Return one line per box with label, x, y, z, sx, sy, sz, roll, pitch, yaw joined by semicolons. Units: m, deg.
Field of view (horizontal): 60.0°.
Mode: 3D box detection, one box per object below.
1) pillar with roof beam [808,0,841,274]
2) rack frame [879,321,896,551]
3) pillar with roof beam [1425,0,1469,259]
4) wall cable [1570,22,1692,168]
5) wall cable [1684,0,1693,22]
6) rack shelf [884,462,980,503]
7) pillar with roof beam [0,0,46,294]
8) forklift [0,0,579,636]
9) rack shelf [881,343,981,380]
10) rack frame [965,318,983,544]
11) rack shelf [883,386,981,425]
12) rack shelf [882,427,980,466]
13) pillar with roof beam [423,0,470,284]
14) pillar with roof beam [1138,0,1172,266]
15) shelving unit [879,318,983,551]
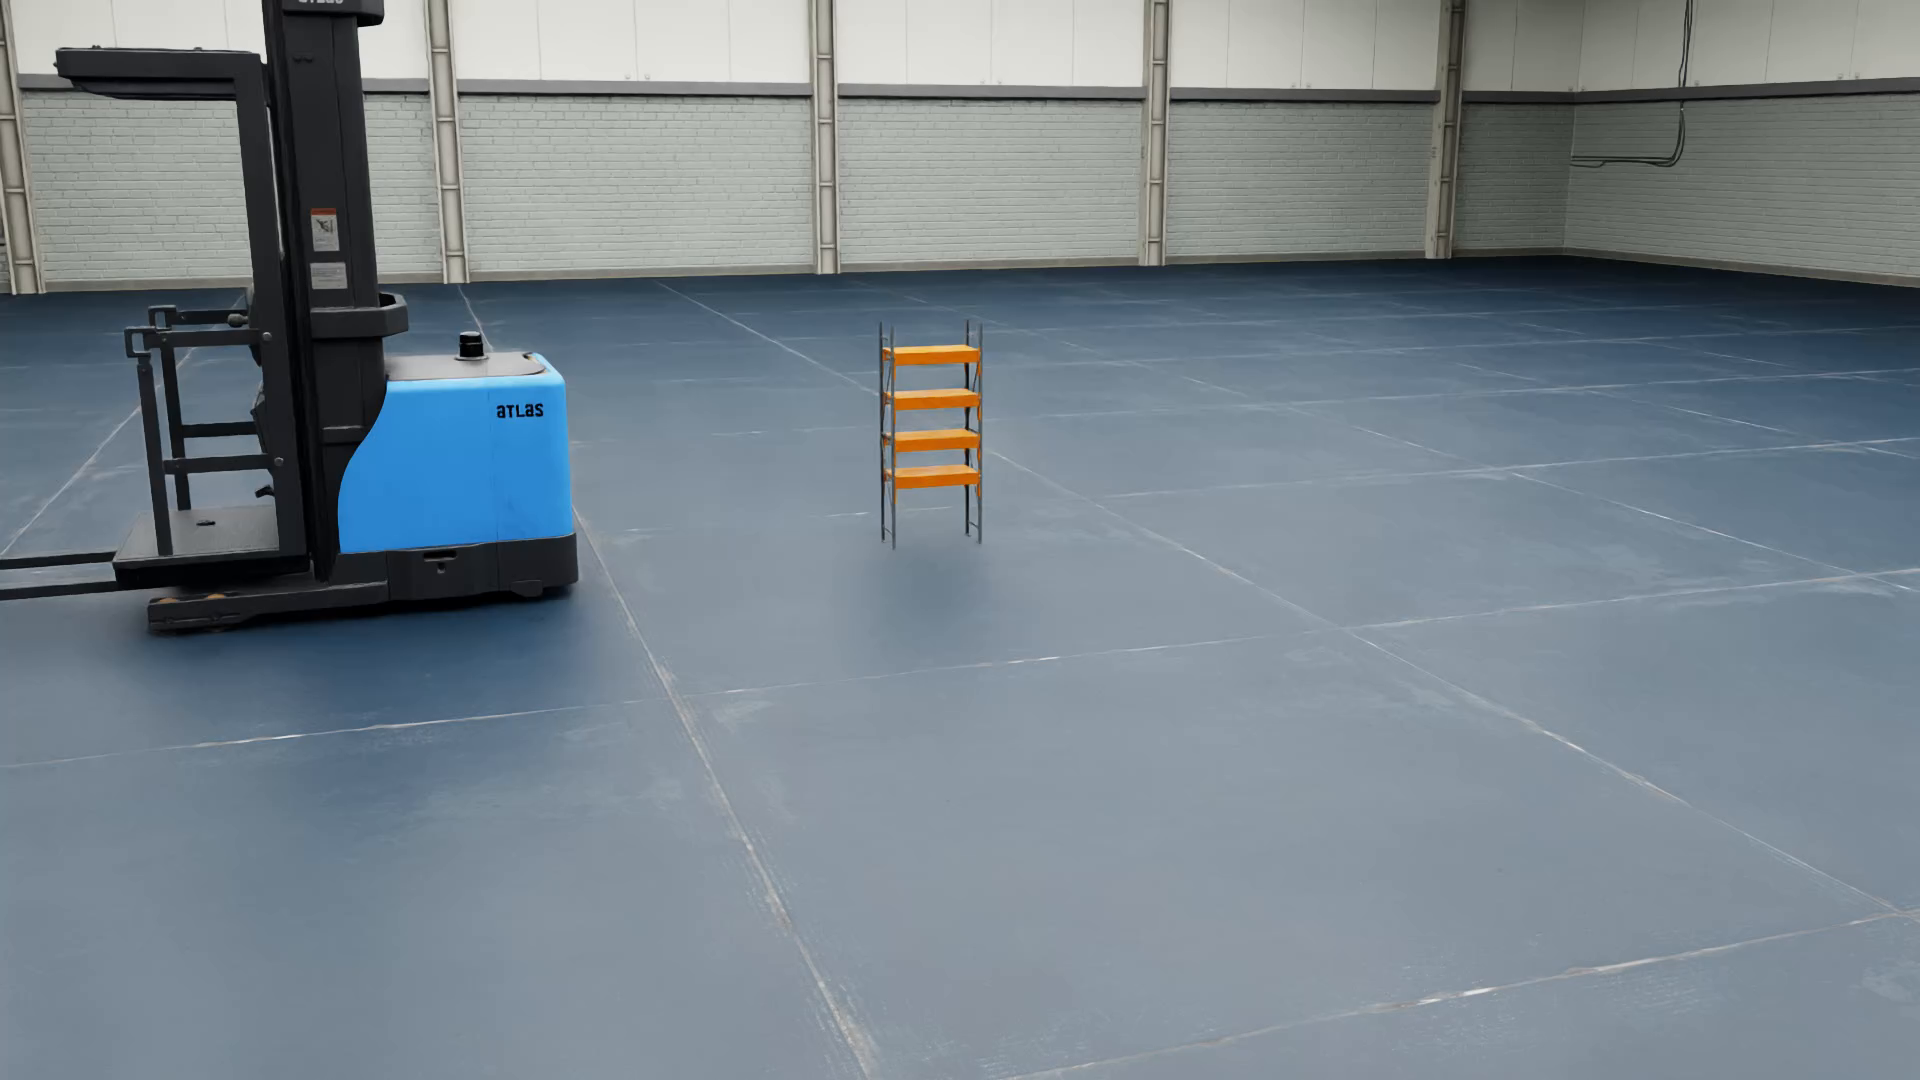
pillar with roof beam;-0.871;-7.932;23.045;0.400;9.000;9.100;-4;14;-18
rack frame;-0.388;-0.553;8.877;0.015;1.200;0.240;-4;14;-18
pillar with roof beam;10.502;-8.818;26.768;0.400;9.000;9.100;-4;14;-18
wall cable;12.343;-8.179;30.792;0.112;2.526;3.097;-4;14;-18
wall cable;13.206;-10.043;27.713;0.112;2.526;3.097;-4;14;-18
rack shelf;-0.157;-0.313;9.014;0.480;0.148;0.258;-4;14;-18
pillar with roof beam;-12.245;-7.047;19.322;0.400;9.000;9.100;-4;14;-18
forklift;-3.411;-1.138;7.595;3.031;2.935;1.130;-5;14;-19
rack shelf;-0.157;-0.954;8.862;0.480;0.148;0.258;-4;14;-18
rack frame;0.074;-0.590;9.028;0.015;1.200;0.240;-4;14;-18
rack shelf;-0.157;-0.724;8.916;0.480;0.148;0.258;-4;14;-18
rack shelf;-0.157;-0.506;8.968;0.480;0.148;0.258;-4;14;-18
pillar with roof beam;-6.558;-7.490;21.183;0.400;9.000;9.100;-4;14;-18
pillar with roof beam;4.815;-8.375;24.907;0.400;9.000;9.100;-4;14;-18
shelving unit;-0.157;-0.571;8.953;0.503;1.200;0.258;-4;14;-18
